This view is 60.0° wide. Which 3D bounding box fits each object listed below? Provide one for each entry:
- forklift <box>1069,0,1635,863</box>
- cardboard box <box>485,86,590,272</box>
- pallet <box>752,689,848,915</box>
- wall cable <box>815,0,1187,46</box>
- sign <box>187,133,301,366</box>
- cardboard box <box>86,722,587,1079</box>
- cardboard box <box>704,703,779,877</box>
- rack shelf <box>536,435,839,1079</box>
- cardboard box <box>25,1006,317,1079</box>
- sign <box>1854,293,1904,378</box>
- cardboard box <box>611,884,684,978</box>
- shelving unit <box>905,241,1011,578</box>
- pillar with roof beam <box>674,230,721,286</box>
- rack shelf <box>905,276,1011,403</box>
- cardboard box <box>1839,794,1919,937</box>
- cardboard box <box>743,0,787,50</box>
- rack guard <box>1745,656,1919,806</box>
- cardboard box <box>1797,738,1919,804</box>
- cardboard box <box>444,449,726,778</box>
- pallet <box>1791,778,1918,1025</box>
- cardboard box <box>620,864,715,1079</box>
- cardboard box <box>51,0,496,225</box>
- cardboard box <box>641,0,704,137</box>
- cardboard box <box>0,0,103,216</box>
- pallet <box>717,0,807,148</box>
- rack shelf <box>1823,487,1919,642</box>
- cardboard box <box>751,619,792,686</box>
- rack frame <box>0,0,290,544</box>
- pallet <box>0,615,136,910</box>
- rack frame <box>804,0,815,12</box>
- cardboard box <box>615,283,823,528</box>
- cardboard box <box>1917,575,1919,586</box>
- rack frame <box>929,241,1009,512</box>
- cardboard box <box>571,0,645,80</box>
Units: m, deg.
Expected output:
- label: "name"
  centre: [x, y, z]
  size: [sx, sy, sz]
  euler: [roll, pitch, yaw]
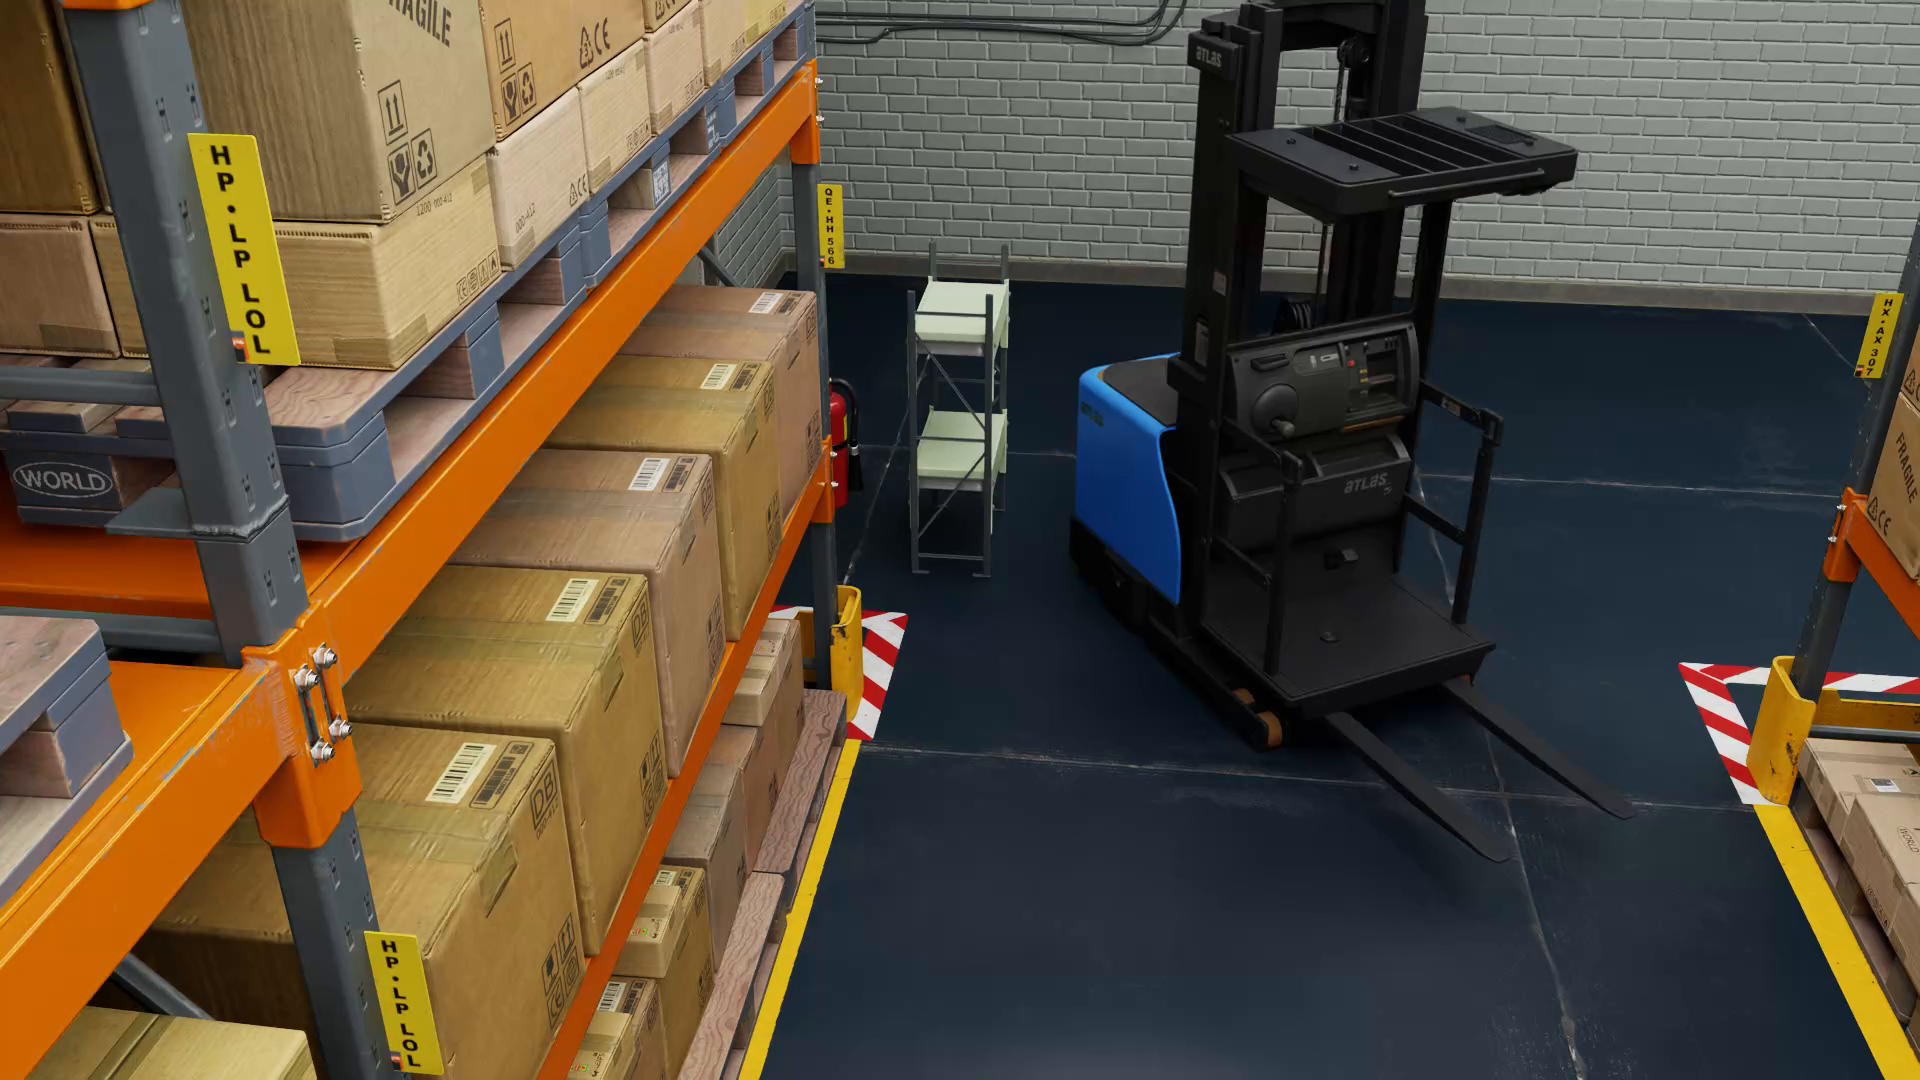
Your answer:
- label: "forklift"
  centre: [1.634, -0.630, 6.830]
  size: [1.130, 2.935, 3.031]
  euler: [-12, 31, -22]
- label: "cardboard box"
  centre: [-1.098, -0.766, 3.456]
  size: [0.500, 0.250, 0.500]
  euler: [3, 28, 5]
- label: "pallet"
  centre: [-1.051, 0.993, 6.685]
  size: [1.003, 0.211, 1.213]
  euler: [3, 28, 6]
- label: "wall cable"
  centre: [0.017, -4.532, 10.948]
  size: [3.097, 2.526, 0.112]
  euler: [3, 28, 6]
- label: "sign"
  centre: [-0.981, -0.393, 2.277]
  size: [0.100, 0.325, 0.005]
  euler: [3, 28, 6]
- label: "cardboard box"
  centre: [-1.438, 0.880, 3.637]
  size: [0.980, 0.700, 0.700]
  euler: [4, 29, 7]
- label: "cardboard box"
  centre: [-1.079, 0.870, 6.165]
  size: [0.700, 0.500, 0.500]
  euler: [3, 28, 6]
- label: "rack shelf"
  centre: [-1.276, 0.642, 5.154]
  size: [1.077, 0.370, 4.000]
  euler: [3, 28, 6]
- label: "cardboard box"
  centre: [-1.324, 0.988, 2.523]
  size: [0.500, 0.250, 0.500]
  euler: [4, 29, 7]
- label: "sign"
  centre: [3.347, -0.742, 6.053]
  size: [0.100, 0.325, 0.005]
  euler: [3, 28, 6]
- label: "cardboard box"
  centre: [-1.041, 1.154, 4.953]
  size: [0.380, 0.149, 0.250]
  euler: [3, 28, 5]
- label: "shelving unit"
  centre: [-0.001, -0.657, 8.388]
  size: [0.431, 1.500, 0.755]
  euler: [3, 28, 6]
- label: "pillar with roof beam"
  centre: [2.714, -4.328, 7.296]
  size: [9.100, 9.000, 0.400]
  euler: [3, 28, 6]
- label: "rack shelf"
  centre: [-0.001, -1.001, 8.203]
  size: [0.431, 0.370, 0.720]
  euler: [3, 28, 6]
- label: "cardboard box"
  centre: [3.477, 1.162, 5.866]
  size: [0.500, 0.250, 0.500]
  euler: [3, 28, 6]
- label: "cardboard box"
  centre: [-0.857, -1.739, 5.263]
  size: [0.500, 0.250, 0.500]
  euler: [4, 29, 8]
- label: "rack guard"
  centre: [3.877, 0.806, 6.726]
  size: [1.175, 0.500, 0.348]
  euler: [3, 28, 6]
- label: "cardboard box"
  centre: [3.494, 0.909, 6.443]
  size: [0.380, 0.149, 0.250]
  euler: [3, 28, 6]
- label: "cardboard box"
  centre: [-1.264, 0.194, 4.911]
  size: [0.980, 0.700, 0.700]
  euler: [2, 28, 4]
- label: "pallet"
  centre: [3.780, 1.309, 6.098]
  size: [1.003, 0.211, 1.213]
  euler: [3, 28, 6]
- label: "cardboard box"
  centre: [-1.198, 1.359, 5.258]
  size: [0.700, 0.500, 0.500]
  euler: [4, 29, 7]
- label: "cardboard box"
  centre: [-1.155, -0.866, 2.852]
  size: [0.500, 0.500, 0.500]
  euler: [3, 28, 6]
- label: "cardboard box"
  centre: [-0.979, -1.249, 4.353]
  size: [0.500, 0.250, 0.500]
  euler: [3, 28, 5]
- label: "cardboard box"
  centre: [-1.667, -0.889, 2.894]
  size: [0.500, 0.500, 0.500]
  euler: [3, 28, 6]
- label: "pallet"
  centre: [-1.111, -1.548, 5.391]
  size: [1.003, 0.211, 1.213]
  euler: [3, 28, 6]
- label: "rack shelf"
  centre: [3.641, 0.928, 4.623]
  size: [1.077, 0.370, 4.000]
  euler: [3, 28, 6]
- label: "cardboard box"
  centre: [-0.852, 0.420, 6.316]
  size: [0.380, 0.149, 0.250]
  euler: [3, 28, 6]
- label: "rack frame"
  centre: [-1.521, -1.374, 1.813]
  size: [1.000, 3.000, 0.127]
  euler: [3, 28, 6]
- label: "pallet"
  centre: [-1.584, 0.465, 1.763]
  size: [0.805, 0.209, 1.217]
  euler: [2, 28, 4]
- label: "rack frame"
  centre: [-1.031, -3.257, 5.308]
  size: [1.000, 3.000, 0.127]
  euler: [3, 28, 6]
- label: "cardboard box"
  centre: [-1.083, -0.507, 6.213]
  size: [0.980, 0.700, 0.700]
  euler: [5, 29, 9]
- label: "cardboard box"
  centre: [3.512, 0.063, 5.365]
  size: [0.500, 0.500, 0.500]
  euler: [3, 28, 6]
- label: "rack frame"
  centre: [0.044, -0.829, 8.708]
  size: [0.400, 1.500, 0.023]
  euler: [3, 28, 6]
- label: "cardboard box"
  centre: [-1.043, -1.341, 3.733]
  size: [0.500, 0.500, 0.500]
  euler: [4, 29, 7]
